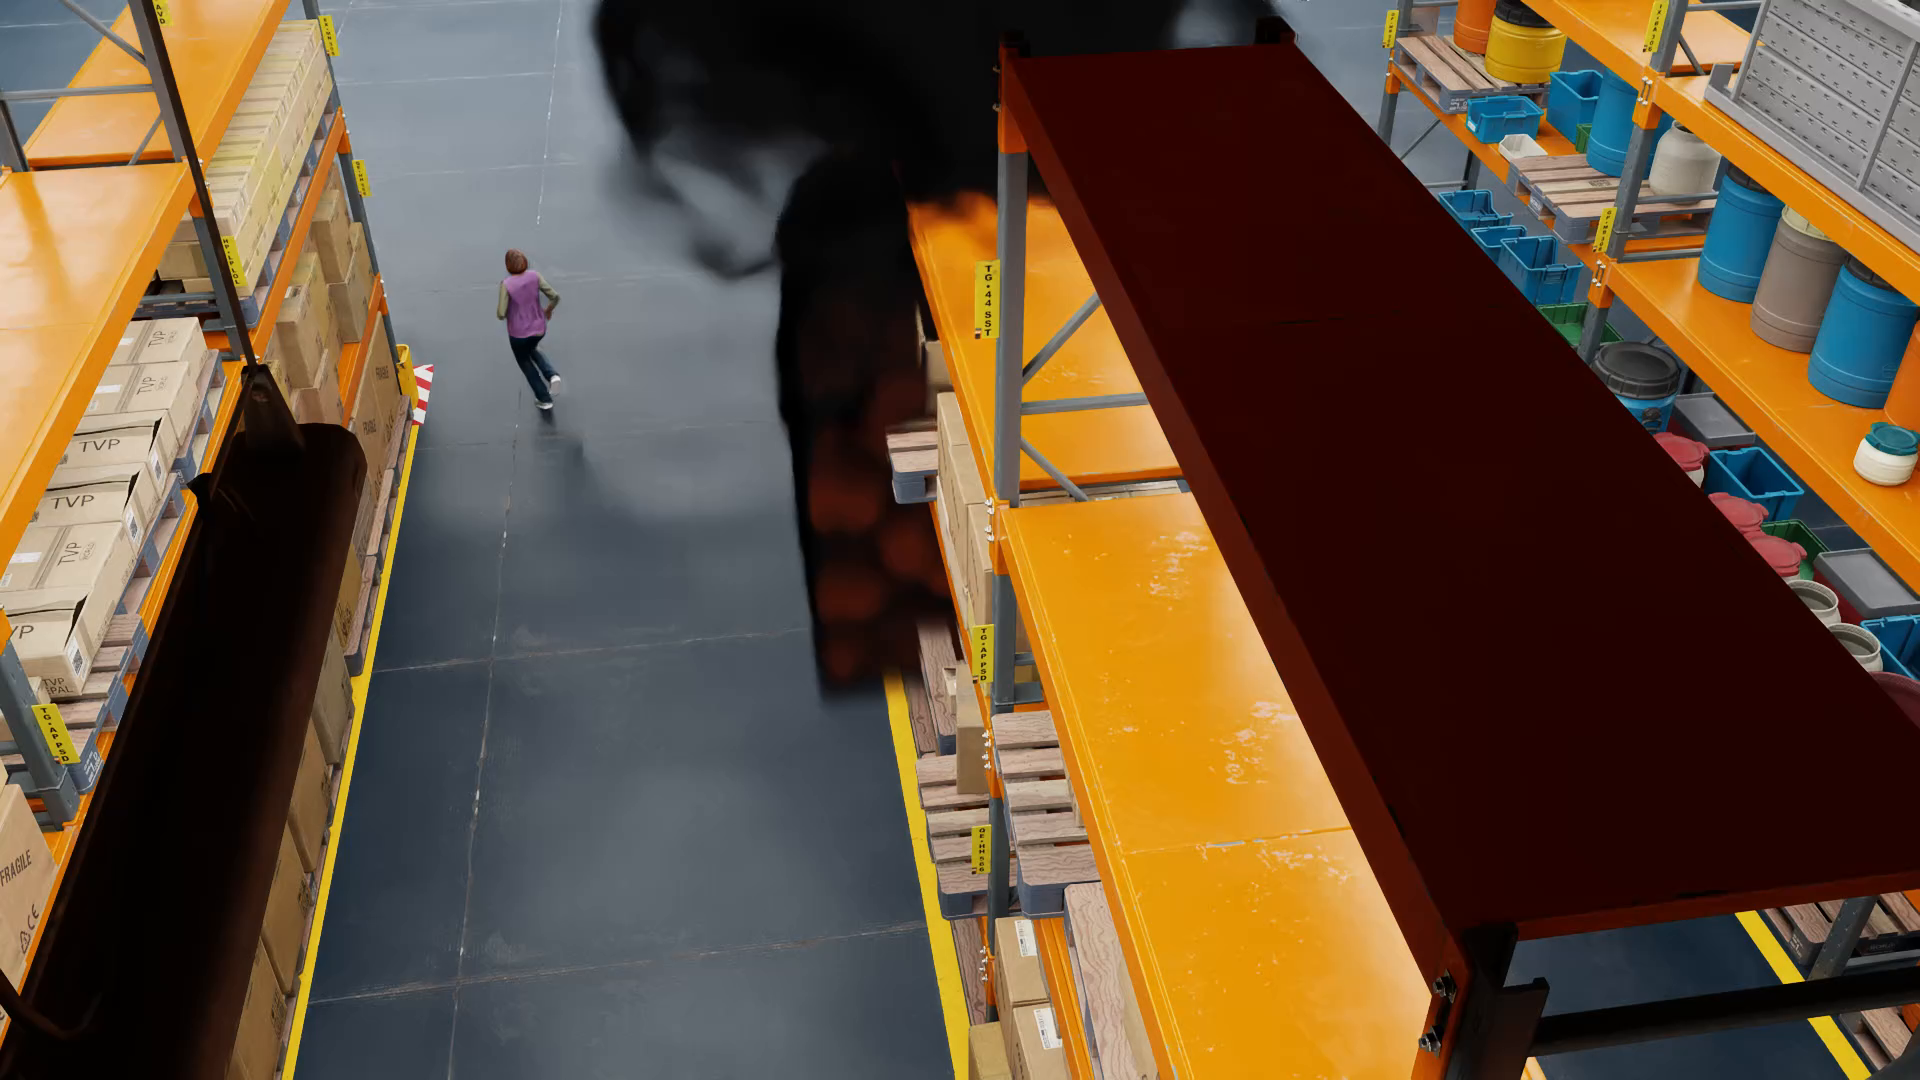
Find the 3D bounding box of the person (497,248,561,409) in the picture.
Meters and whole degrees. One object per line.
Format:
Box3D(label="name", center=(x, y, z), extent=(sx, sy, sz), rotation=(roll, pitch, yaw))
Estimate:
Box3D(label="person", center=(-3.821, -1.870, 14.705), extent=(0.541, 1.568, 0.538), rotation=(-27, 44, -32))
